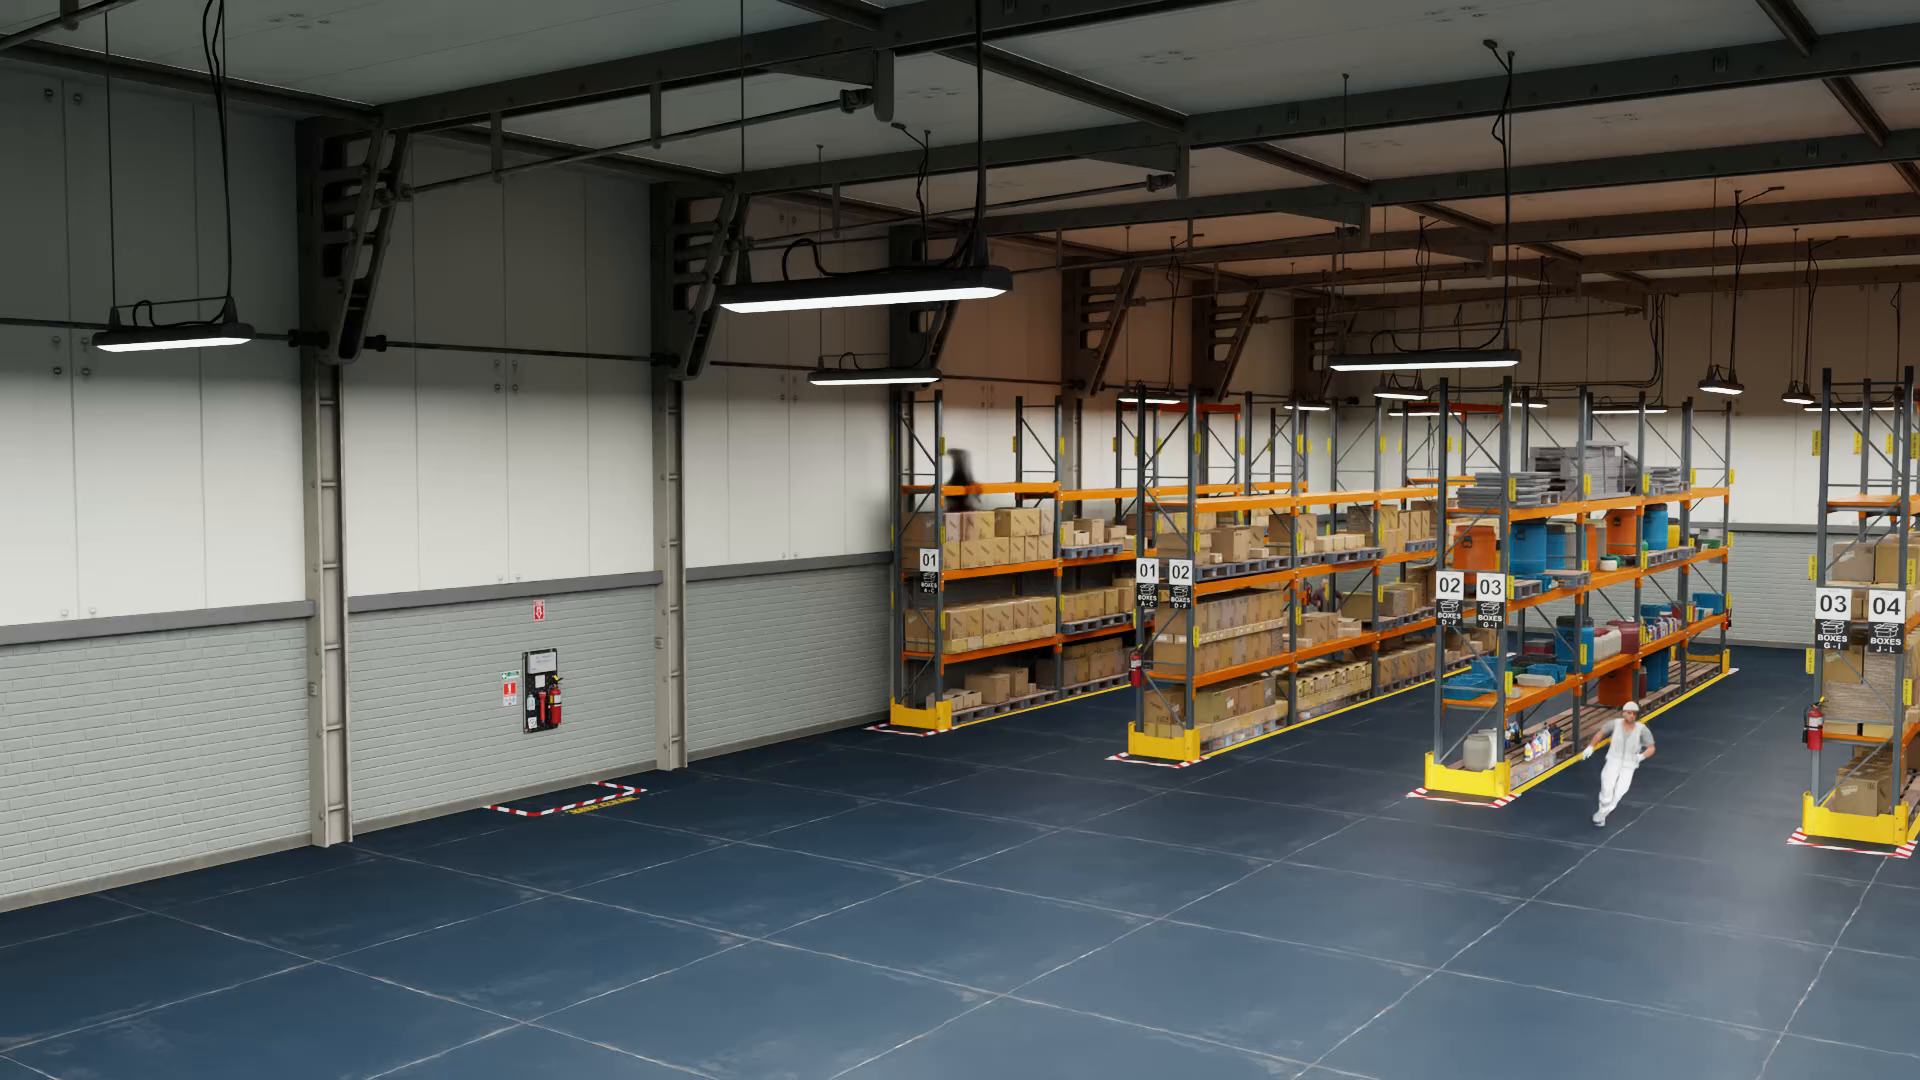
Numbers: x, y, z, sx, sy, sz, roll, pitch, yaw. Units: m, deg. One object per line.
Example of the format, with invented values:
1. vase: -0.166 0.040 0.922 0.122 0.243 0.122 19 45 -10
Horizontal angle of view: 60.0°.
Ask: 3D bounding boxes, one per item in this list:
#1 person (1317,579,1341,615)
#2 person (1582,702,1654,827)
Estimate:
1. person: 8.881 1.861 40.321 0.639 1.819 0.909 2 4 29
2. person: 8.622 2.942 21.745 0.841 1.688 0.708 1 3 14
